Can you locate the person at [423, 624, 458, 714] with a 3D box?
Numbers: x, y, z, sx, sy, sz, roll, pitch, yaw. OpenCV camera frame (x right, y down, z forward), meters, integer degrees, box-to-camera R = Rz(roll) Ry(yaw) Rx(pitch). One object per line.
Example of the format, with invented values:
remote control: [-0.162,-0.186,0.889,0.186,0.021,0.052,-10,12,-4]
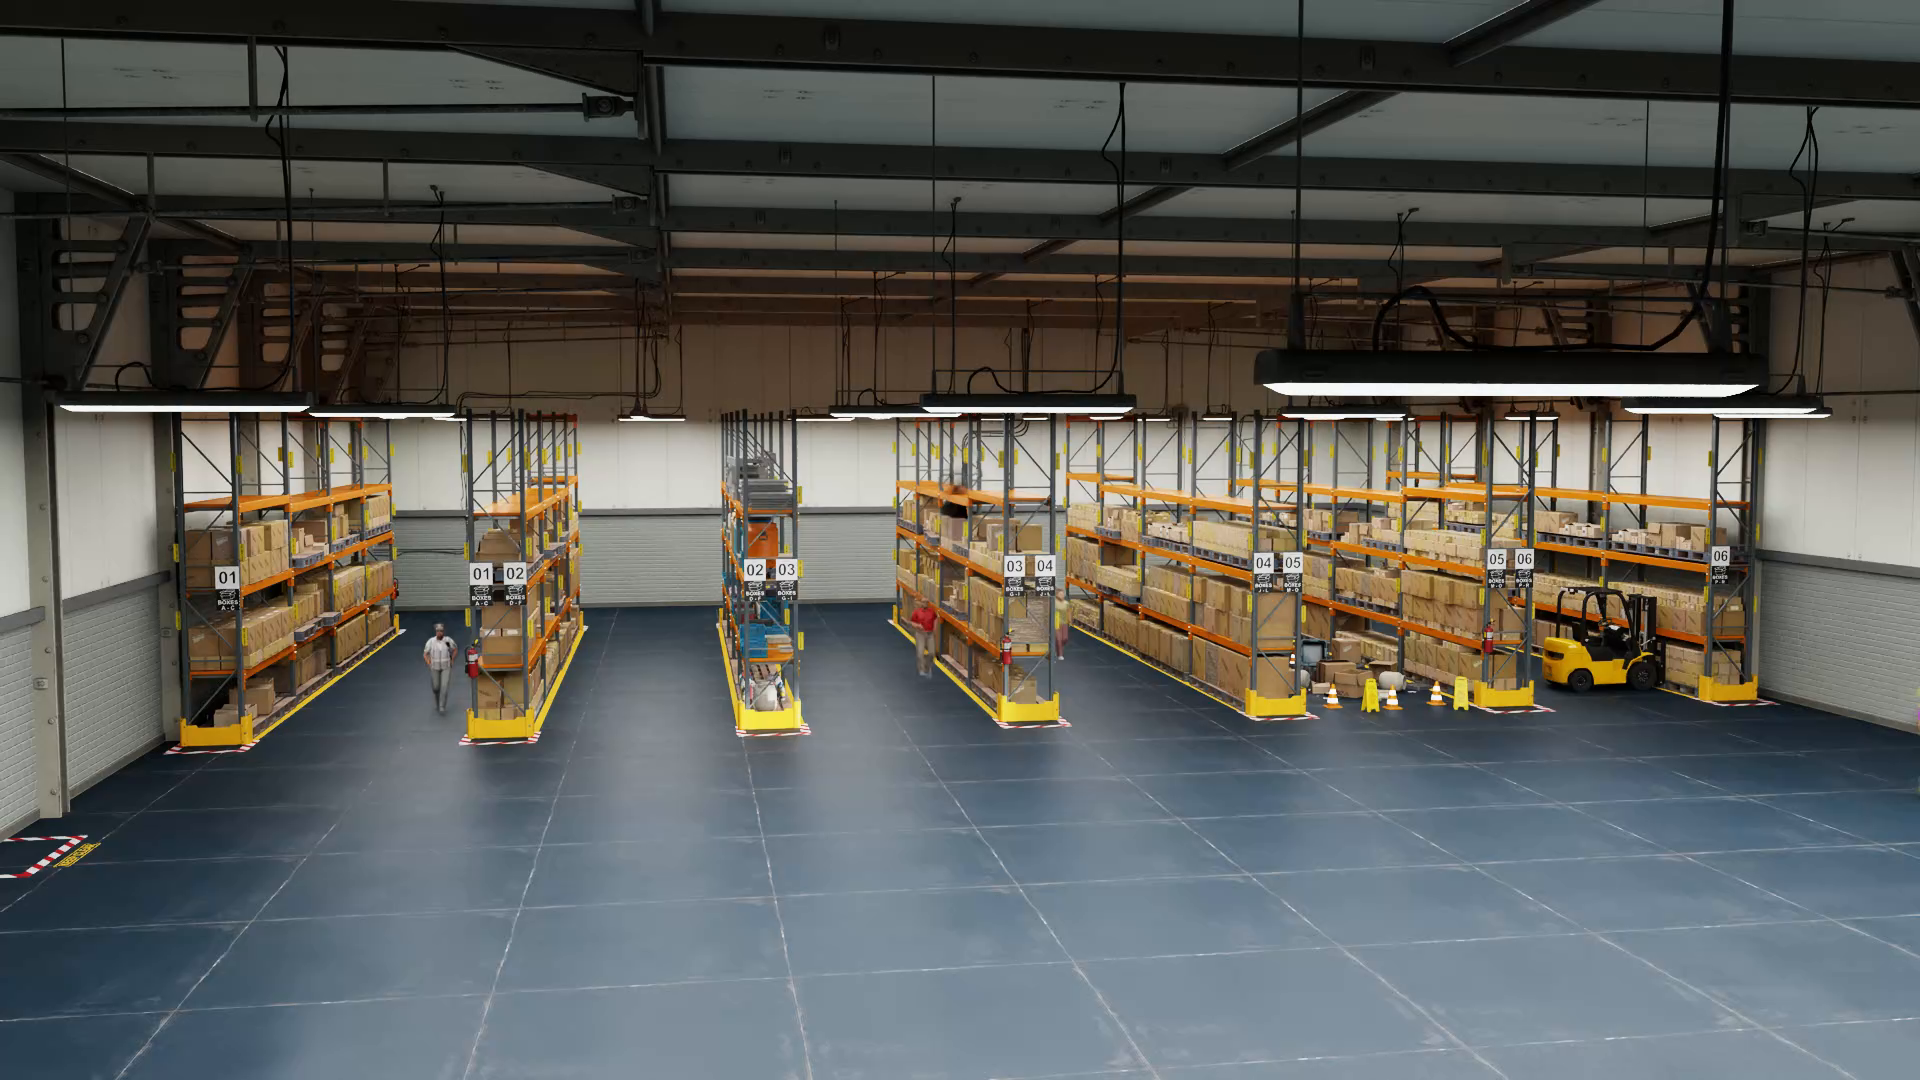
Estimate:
person: [-10.381,2.542,33.258,0.663,1.772,0.816,-1,4,-16]

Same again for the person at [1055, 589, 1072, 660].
person: [2.309,1.946,38.470,0.564,1.629,0.535,-1,4,-16]

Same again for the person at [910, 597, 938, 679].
person: [-0.730,2.120,35.722,0.640,1.777,0.644,-1,4,-15]
